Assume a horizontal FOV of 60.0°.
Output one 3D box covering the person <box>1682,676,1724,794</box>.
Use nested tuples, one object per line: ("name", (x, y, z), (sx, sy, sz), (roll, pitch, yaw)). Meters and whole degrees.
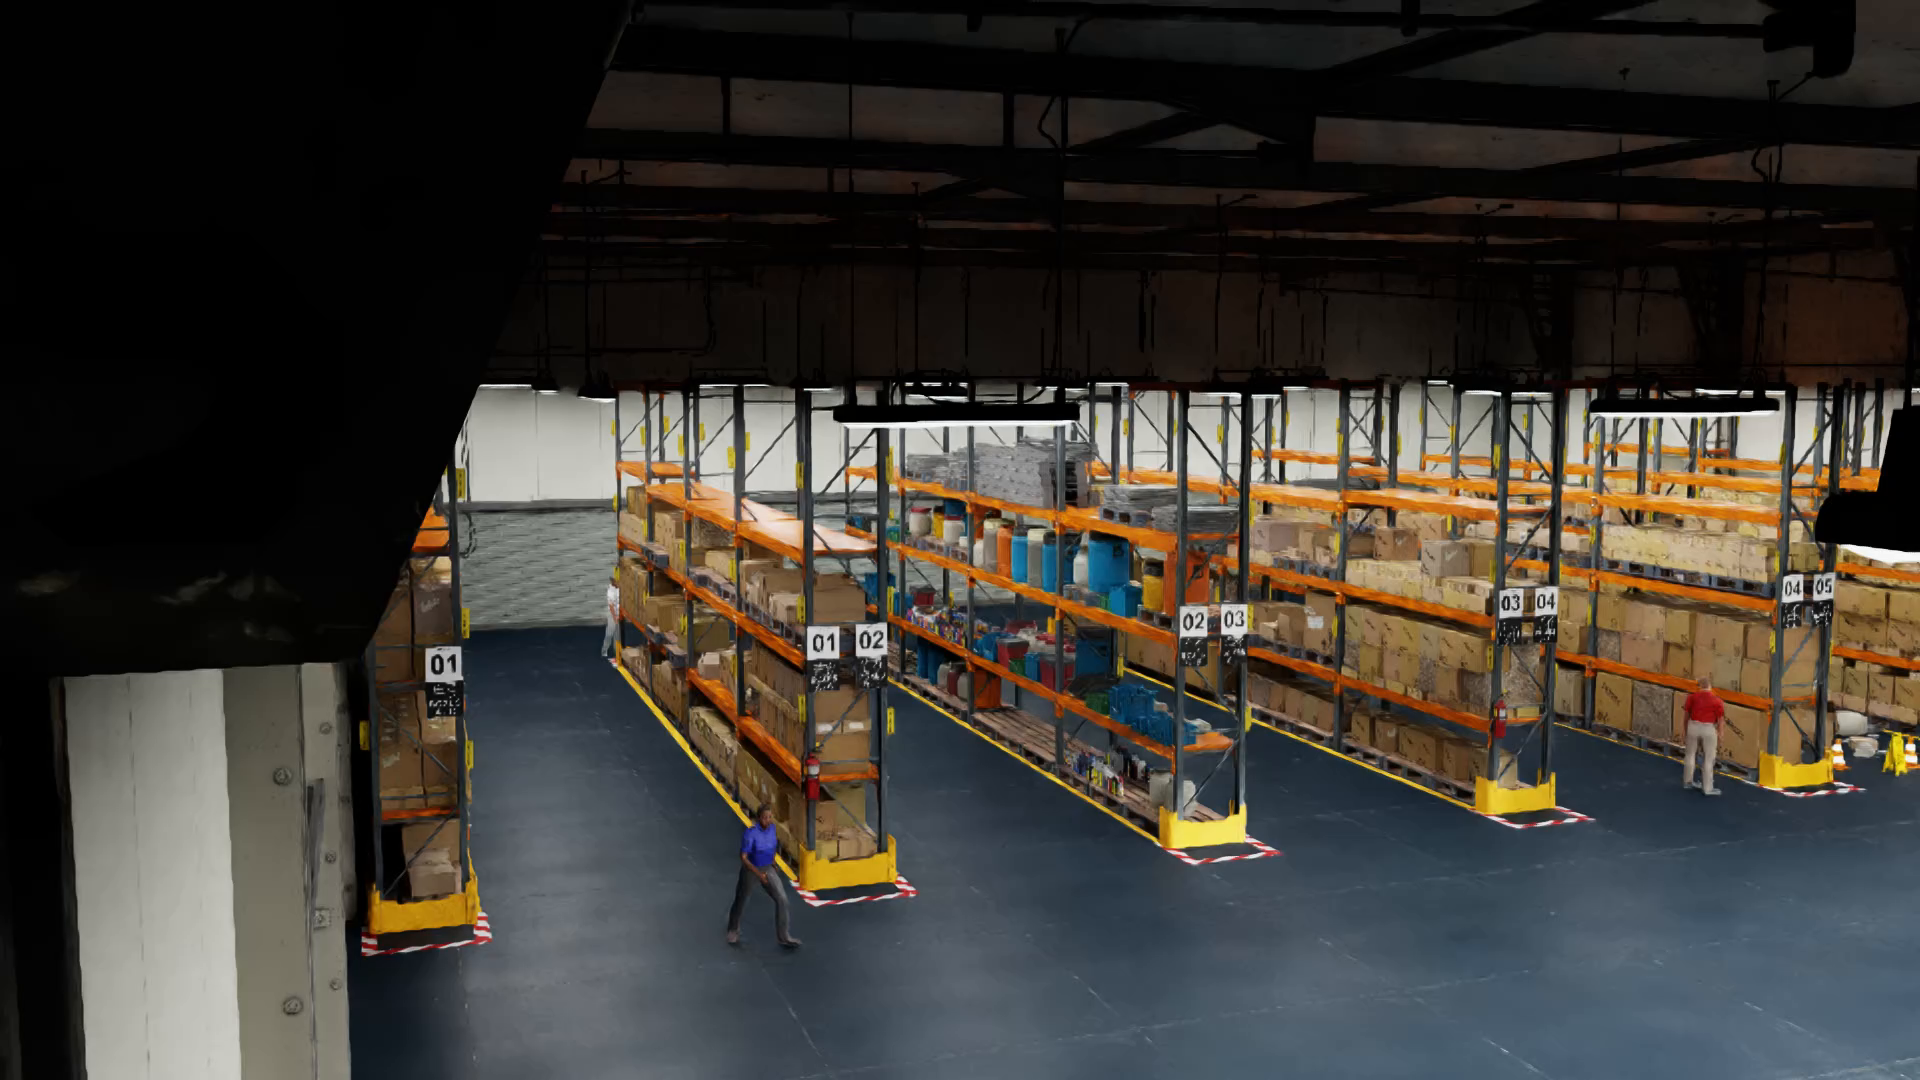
("person", (10.993, 2.861, 24.597), (0.595, 1.737, 0.449), (5, 8, 39))

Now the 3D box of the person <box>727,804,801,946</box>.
("person", (-2.182, 3.618, 18.124), (0.612, 1.588, 0.825), (-5, 8, -37))

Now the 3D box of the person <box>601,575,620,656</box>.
("person", (-7.544, 1.640, 36.198), (0.476, 1.744, 0.727), (1, 6, 12))
